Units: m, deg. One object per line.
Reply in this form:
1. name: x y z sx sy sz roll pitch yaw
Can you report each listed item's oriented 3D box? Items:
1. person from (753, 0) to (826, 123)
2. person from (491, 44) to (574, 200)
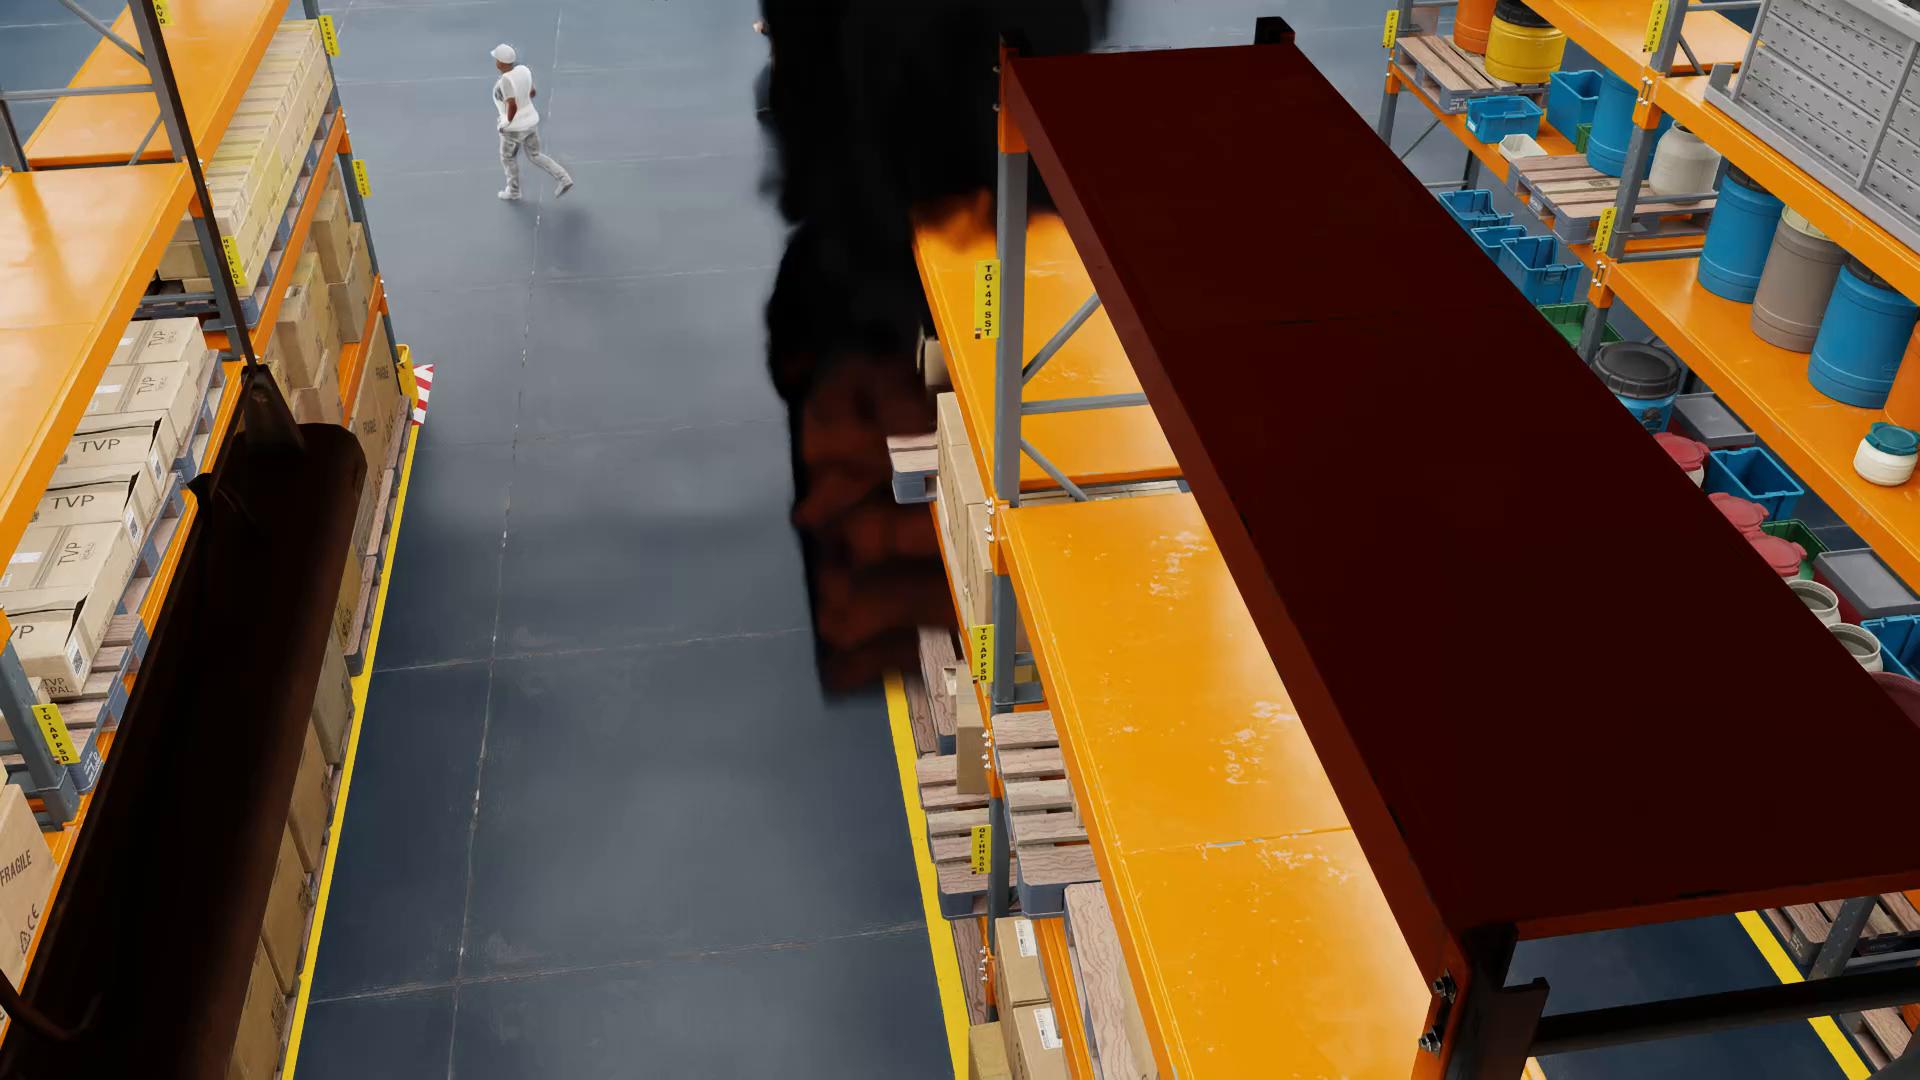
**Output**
1. person: -2.075 -5.877 19.894 0.994 1.768 0.713 9 37 12
2. person: -4.738 -4.493 18.061 0.967 1.773 0.663 15 39 19
